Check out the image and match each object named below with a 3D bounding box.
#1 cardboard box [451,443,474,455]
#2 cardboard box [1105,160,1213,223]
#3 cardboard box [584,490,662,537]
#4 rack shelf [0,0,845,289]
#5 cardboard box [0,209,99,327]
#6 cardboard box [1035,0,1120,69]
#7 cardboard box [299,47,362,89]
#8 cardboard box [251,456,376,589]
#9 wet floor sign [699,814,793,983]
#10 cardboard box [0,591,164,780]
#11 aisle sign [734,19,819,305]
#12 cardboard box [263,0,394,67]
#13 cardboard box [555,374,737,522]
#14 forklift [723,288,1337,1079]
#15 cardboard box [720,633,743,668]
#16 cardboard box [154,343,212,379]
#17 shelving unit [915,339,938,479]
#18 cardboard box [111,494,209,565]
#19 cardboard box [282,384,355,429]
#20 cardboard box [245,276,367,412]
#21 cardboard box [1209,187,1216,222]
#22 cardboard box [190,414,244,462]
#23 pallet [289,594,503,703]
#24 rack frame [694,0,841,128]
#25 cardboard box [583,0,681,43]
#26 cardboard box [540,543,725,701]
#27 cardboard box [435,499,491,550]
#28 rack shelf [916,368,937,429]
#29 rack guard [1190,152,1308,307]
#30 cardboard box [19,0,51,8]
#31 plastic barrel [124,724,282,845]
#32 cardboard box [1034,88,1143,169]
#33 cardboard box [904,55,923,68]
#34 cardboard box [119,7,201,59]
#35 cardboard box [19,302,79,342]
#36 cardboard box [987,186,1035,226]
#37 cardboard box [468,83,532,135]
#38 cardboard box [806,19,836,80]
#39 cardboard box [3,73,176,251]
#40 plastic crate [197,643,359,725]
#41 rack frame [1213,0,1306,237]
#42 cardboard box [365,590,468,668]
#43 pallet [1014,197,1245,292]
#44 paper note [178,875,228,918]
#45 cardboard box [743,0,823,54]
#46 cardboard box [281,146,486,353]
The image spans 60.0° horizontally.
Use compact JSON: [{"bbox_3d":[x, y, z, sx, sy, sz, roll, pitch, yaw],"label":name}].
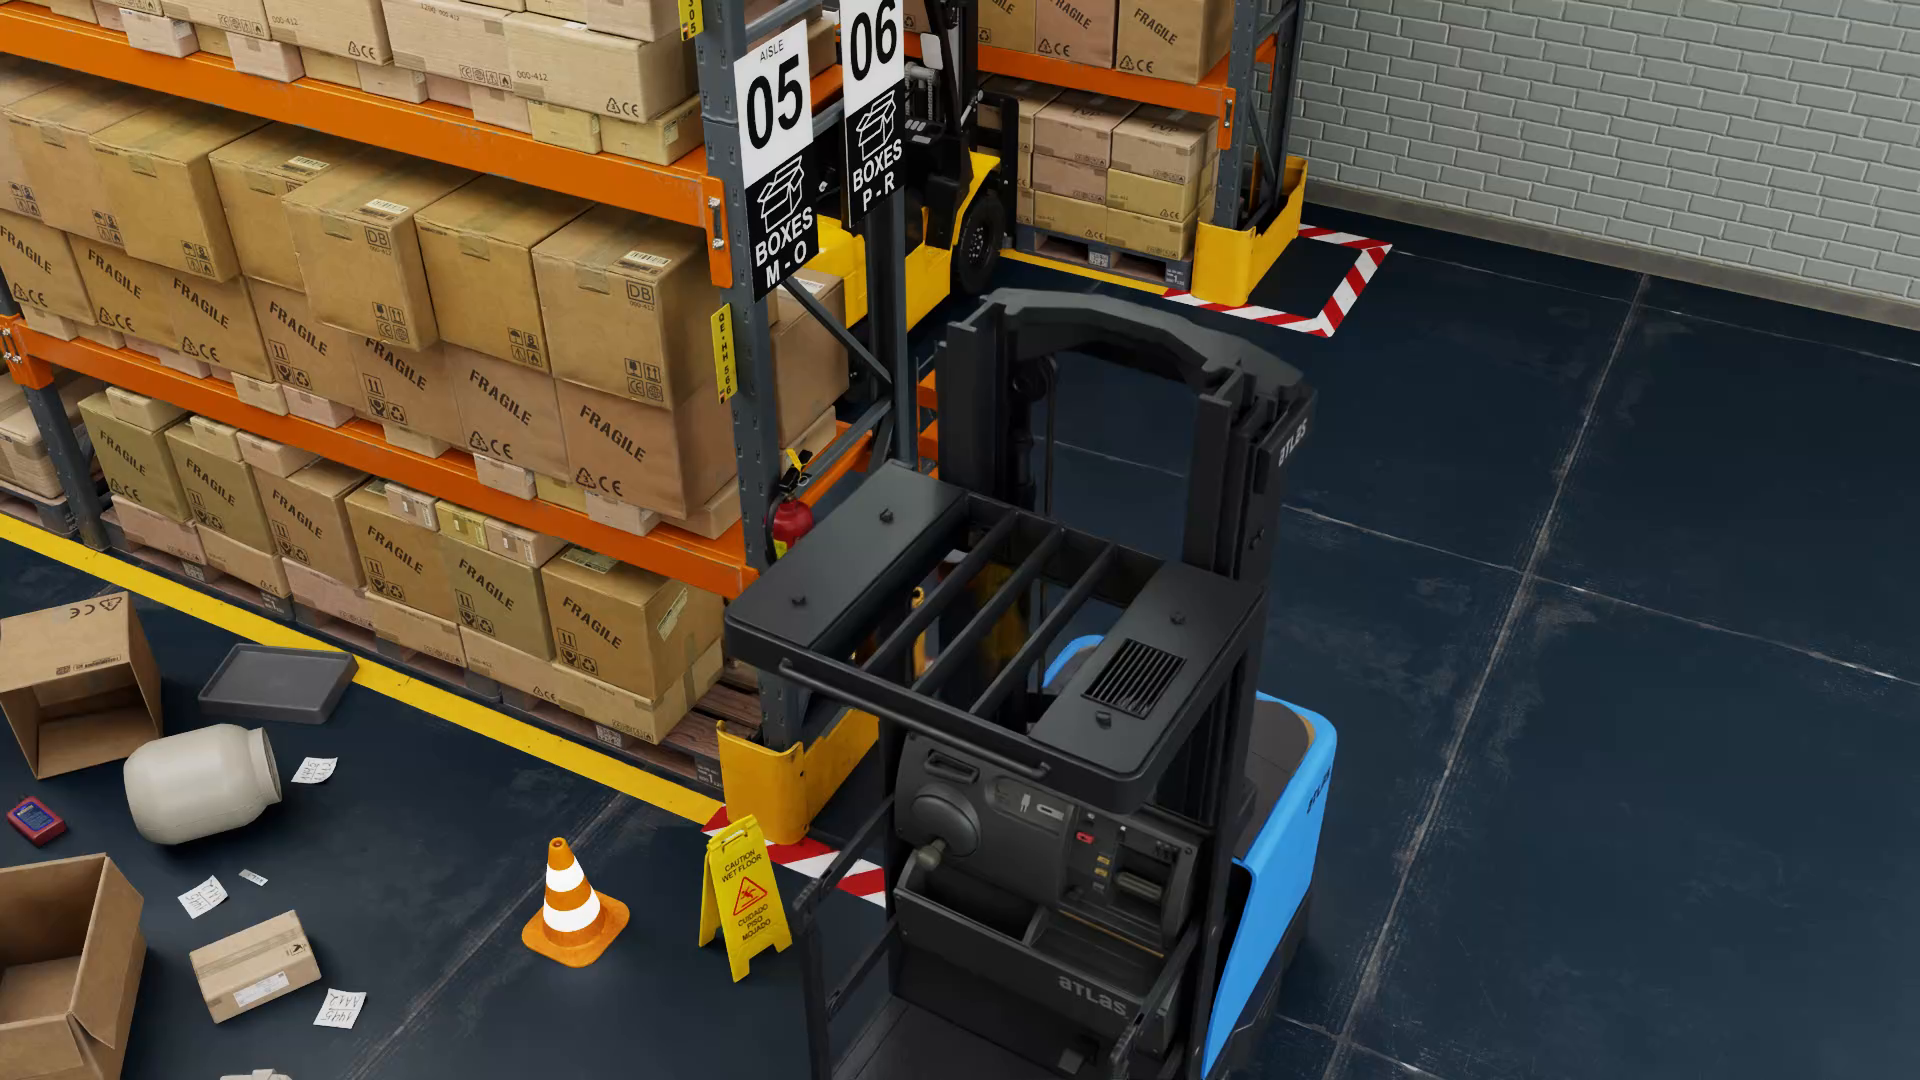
[{"bbox_3d":[-1.811,-0.485,6.616,0.250,0.149,0.380,18,41,22],"label":"cardboard box"},{"bbox_3d":[1.222,-2.205,10.187,0.500,0.250,0.500,17,40,21],"label":"cardboard box"},{"bbox_3d":[-1.188,-0.200,6.241,0.250,0.149,0.380,17,40,21],"label":"cardboard box"},{"bbox_3d":[-2.258,-1.765,6.208,4.000,0.370,1.077,17,41,21],"label":"rack shelf"},{"bbox_3d":[-3.771,-1.299,7.152,0.500,0.500,0.500,17,40,21],"label":"cardboard box"},{"bbox_3d":[0.783,-3.151,9.838,0.500,0.500,0.500,19,41,23],"label":"cardboard box"},{"bbox_3d":[-2.052,-1.715,5.756,0.250,0.149,0.380,16,40,20],"label":"cardboard box"},{"bbox_3d":[-2.694,-0.187,7.322,0.500,0.500,0.500,20,41,24],"label":"cardboard box"},{"bbox_3d":[-0.805,1.265,6.050,0.267,0.644,0.232,-29,46,-33],"label":"wet floor sign"},{"bbox_3d":[-3.708,0.610,7.030,0.500,0.500,0.500,-14,39,-18],"label":"cardboard box"},{"bbox_3d":[-0.560,-1.163,5.151,0.004,0.787,0.394,17,41,21],"label":"aisle sign"},{"bbox_3d":[-1.969,-1.834,5.582,0.500,0.250,0.500,19,41,23],"label":"cardboard box"},{"bbox_3d":[-1.091,-0.462,6.049,0.500,0.500,0.500,17,40,21],"label":"cardboard box"},{"bbox_3d":[0.125,0.922,4.611,1.130,2.935,3.031,19,41,24],"label":"forklift"},{"bbox_3d":[-1.071,0.255,7.360,0.500,0.250,0.500,17,40,21],"label":"cardboard box"},{"bbox_3d":[-3.200,-0.865,7.117,0.250,0.149,0.380,19,41,23],"label":"cardboard box"},{"bbox_3d":[-0.048,-0.433,7.952,0.252,1.050,0.215,17,41,21],"label":"shelving unit"},{"bbox_3d":[-3.634,-0.176,7.927,0.500,0.250,0.500,16,40,19],"label":"cardboard box"},{"bbox_3d":[-2.533,-0.637,6.816,0.250,0.149,0.380,17,40,21],"label":"cardboard box"},{"bbox_3d":[-2.417,-0.896,6.620,0.500,0.500,0.500,18,41,22],"label":"cardboard box"},{"bbox_3d":[1.451,-2.280,10.700,0.500,0.250,0.500,18,41,22],"label":"cardboard box"},{"bbox_3d":[-3.094,-0.524,7.229,0.250,0.149,0.380,19,41,23],"label":"cardboard box"},{"bbox_3d":[-2.334,0.204,7.806,1.213,0.211,1.003,17,41,21],"label":"pallet"},{"bbox_3d":[-0.482,-2.690,4.351,0.127,3.000,1.000,17,41,21],"label":"rack frame"},{"bbox_3d":[-0.918,-1.648,5.008,0.250,0.149,0.380,18,41,22],"label":"cardboard box"},{"bbox_3d":[-1.313,0.246,6.752,0.500,0.500,0.500,18,41,22],"label":"cardboard box"},{"bbox_3d":[-1.892,-0.150,6.737,0.250,0.149,0.380,18,41,22],"label":"cardboard box"},{"bbox_3d":[-0.048,-0.651,7.787,0.240,0.259,0.215,17,41,21],"label":"rack shelf"},{"bbox_3d":[1.819,-1.964,10.424,0.348,0.500,1.175,17,41,21],"label":"rack guard"},{"bbox_3d":[-3.392,-2.177,6.363,0.250,0.149,0.380,17,41,22],"label":"cardboard box"},{"bbox_3d":[-3.012,0.964,6.630,0.512,0.421,0.421,-14,39,-18],"label":"plastic barrel"},{"bbox_3d":[0.789,-2.536,10.210,0.500,0.250,0.500,18,41,22],"label":"cardboard box"},{"bbox_3d":[-0.573,-2.966,10.777,0.500,0.250,0.500,19,41,23],"label":"cardboard box"},{"bbox_3d":[-2.765,-1.883,5.977,0.250,0.149,0.380,17,40,21],"label":"cardboard box"},{"bbox_3d":[-3.902,-1.053,7.364,0.250,0.149,0.380,17,40,21],"label":"cardboard box"},{"bbox_3d":[0.358,-2.287,10.709,0.500,0.250,0.500,18,41,22],"label":"cardboard box"},{"bbox_3d":[-1.384,-1.488,5.456,0.250,0.149,0.380,19,41,23],"label":"cardboard box"},{"bbox_3d":[-0.627,-1.662,5.685,0.250,0.149,0.380,17,41,22],"label":"cardboard box"},{"bbox_3d":[-3.299,-1.577,6.691,0.500,0.500,0.700,18,41,22],"label":"cardboard box"},{"bbox_3d":[-3.017,0.627,7.358,0.583,0.080,0.402,4,37,6],"label":"plastic crate"},{"bbox_3d":[1.798,-2.966,9.677,0.127,3.000,1.000,17,41,21],"label":"rack frame"},{"bbox_3d":[-2.247,0.256,7.358,0.500,0.250,0.500,16,40,20],"label":"cardboard box"},{"bbox_3d":[1.099,-2.046,10.771,1.213,0.211,1.003,17,41,21],"label":"pallet"},{"bbox_3d":[-2.922,1.376,6.422,0.148,0.019,0.142,-29,46,-33],"label":"paper note"},{"bbox_3d":[-0.806,-1.837,5.586,0.500,0.250,0.500,17,40,21],"label":"cardboard box"},{"bbox_3d":[-1.982,-1.113,6.080,0.500,0.500,0.700,17,40,21],"label":"cardboard box"}]
